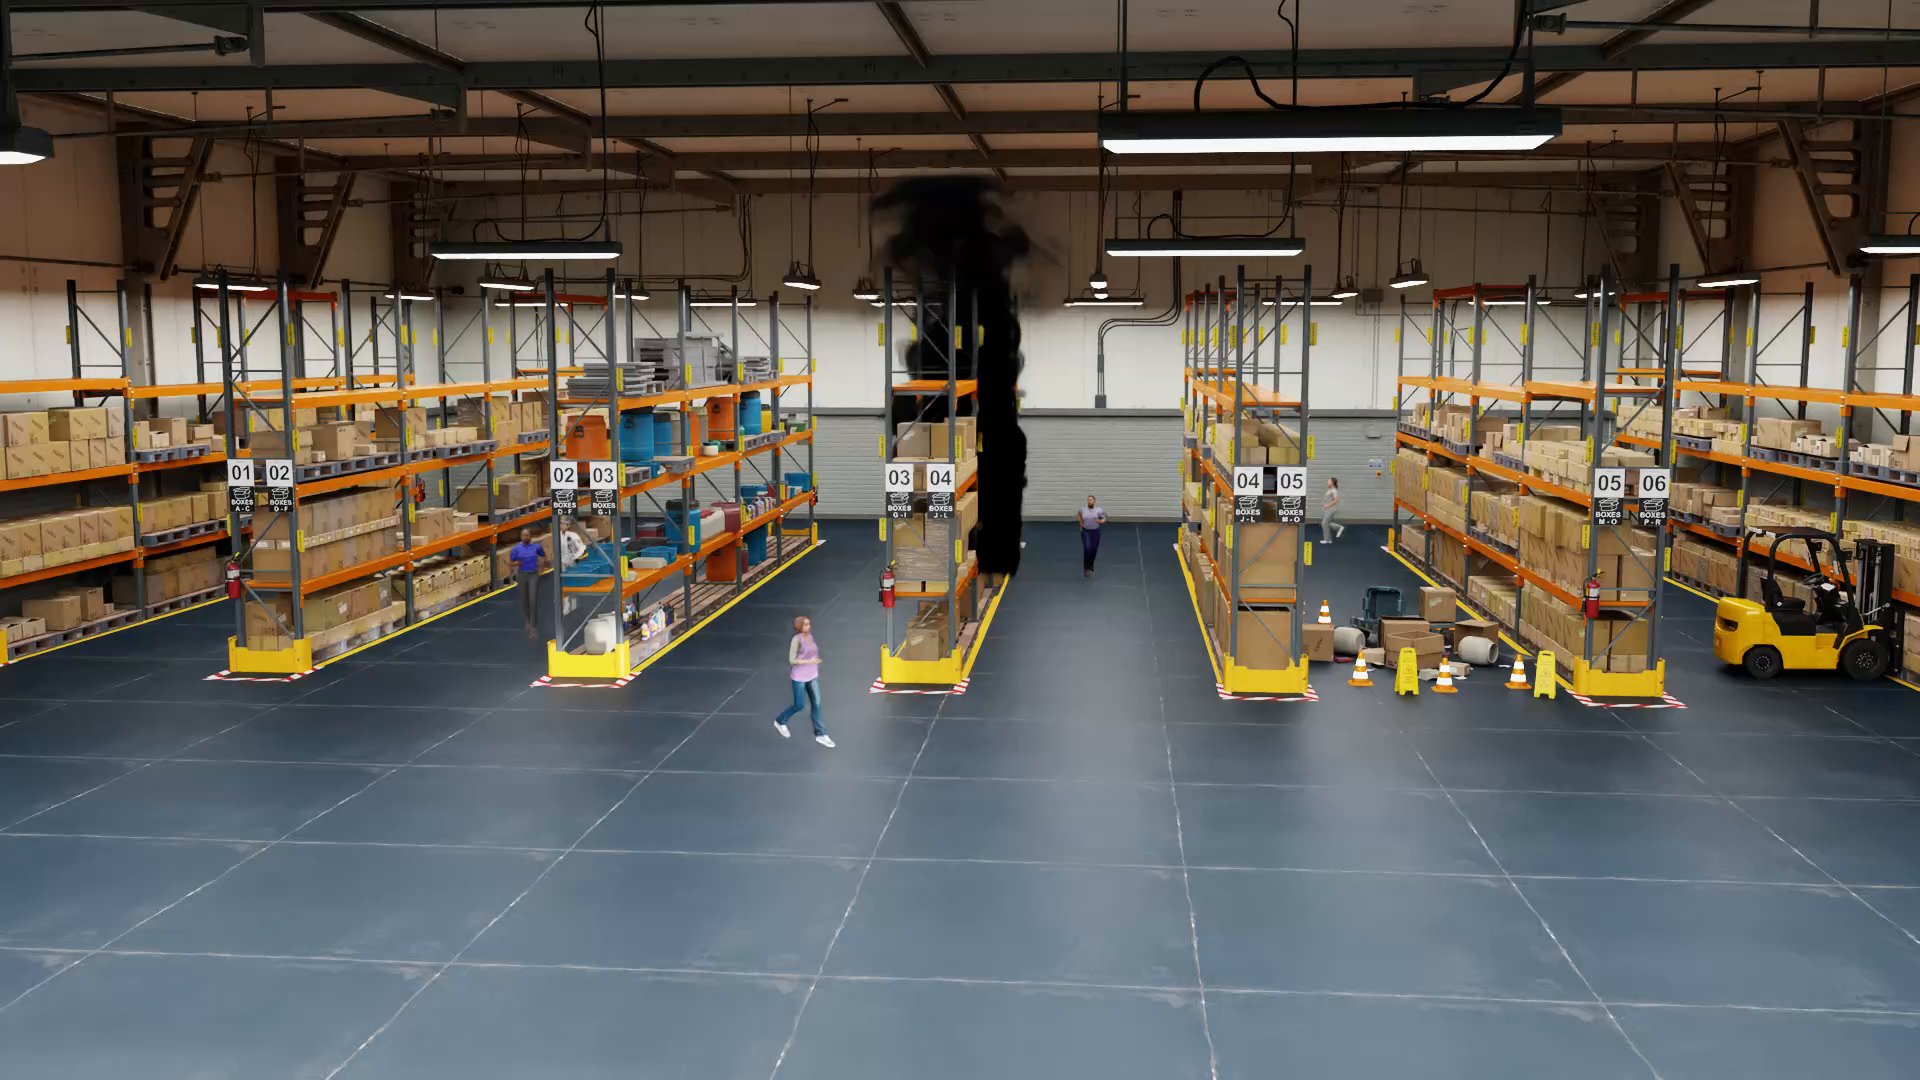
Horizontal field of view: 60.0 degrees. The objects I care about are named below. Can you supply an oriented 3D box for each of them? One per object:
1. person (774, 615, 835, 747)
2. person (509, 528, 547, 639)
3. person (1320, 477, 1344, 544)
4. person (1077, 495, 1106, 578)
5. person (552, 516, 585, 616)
[{"bbox_3d":[-1.919,1.723,20.406,0.882,1.568,0.534,5,8,34],"label":"person"},{"bbox_3d":[-6.887,0.673,26.518,0.564,1.734,0.719,-1,7,-8],"label":"person"},{"bbox_3d":[9.094,-0.715,40.532,0.583,1.629,0.566,0,7,0],"label":"person"},{"bbox_3d":[2.681,-0.090,33.803,0.574,1.642,0.744,0,7,0],"label":"person"},{"bbox_3d":[-6.769,0.429,28.551,0.550,1.689,0.585,1,7,9],"label":"person"}]
